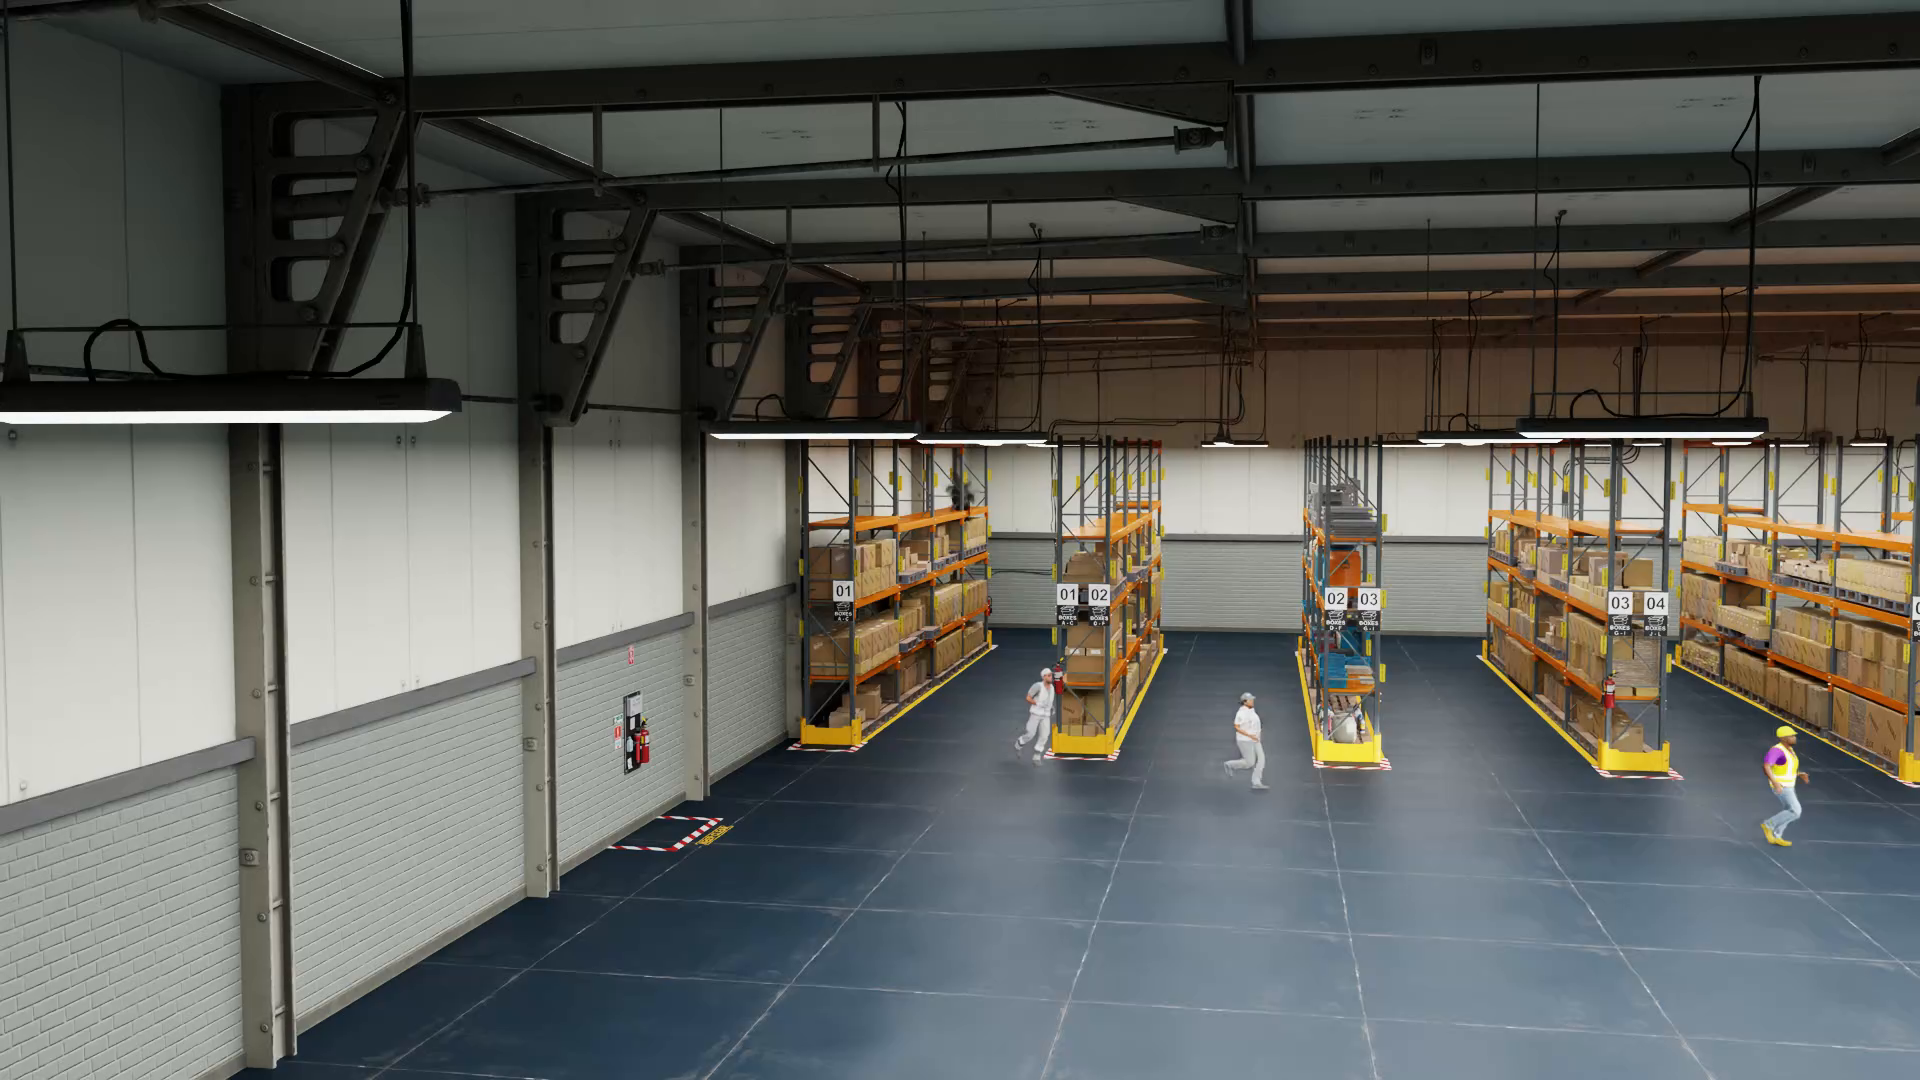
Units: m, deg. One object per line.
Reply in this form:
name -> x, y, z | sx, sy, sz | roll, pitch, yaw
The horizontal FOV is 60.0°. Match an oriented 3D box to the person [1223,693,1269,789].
person -> 4.882, 3.395, 28.168 | 0.769, 1.624, 0.621 | 2, 4, 35

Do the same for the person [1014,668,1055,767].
person -> 1.473, 3.208, 30.410 | 0.683, 1.739, 0.933 | -2, 4, -30

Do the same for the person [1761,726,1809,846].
person -> 11.939, 3.554, 24.050 | 0.573, 1.727, 0.710 | 2, 4, 38

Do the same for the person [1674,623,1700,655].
person -> 20.066, 2.405, 45.816 | 0.723, 1.658, 0.892 | -3, 4, -44
